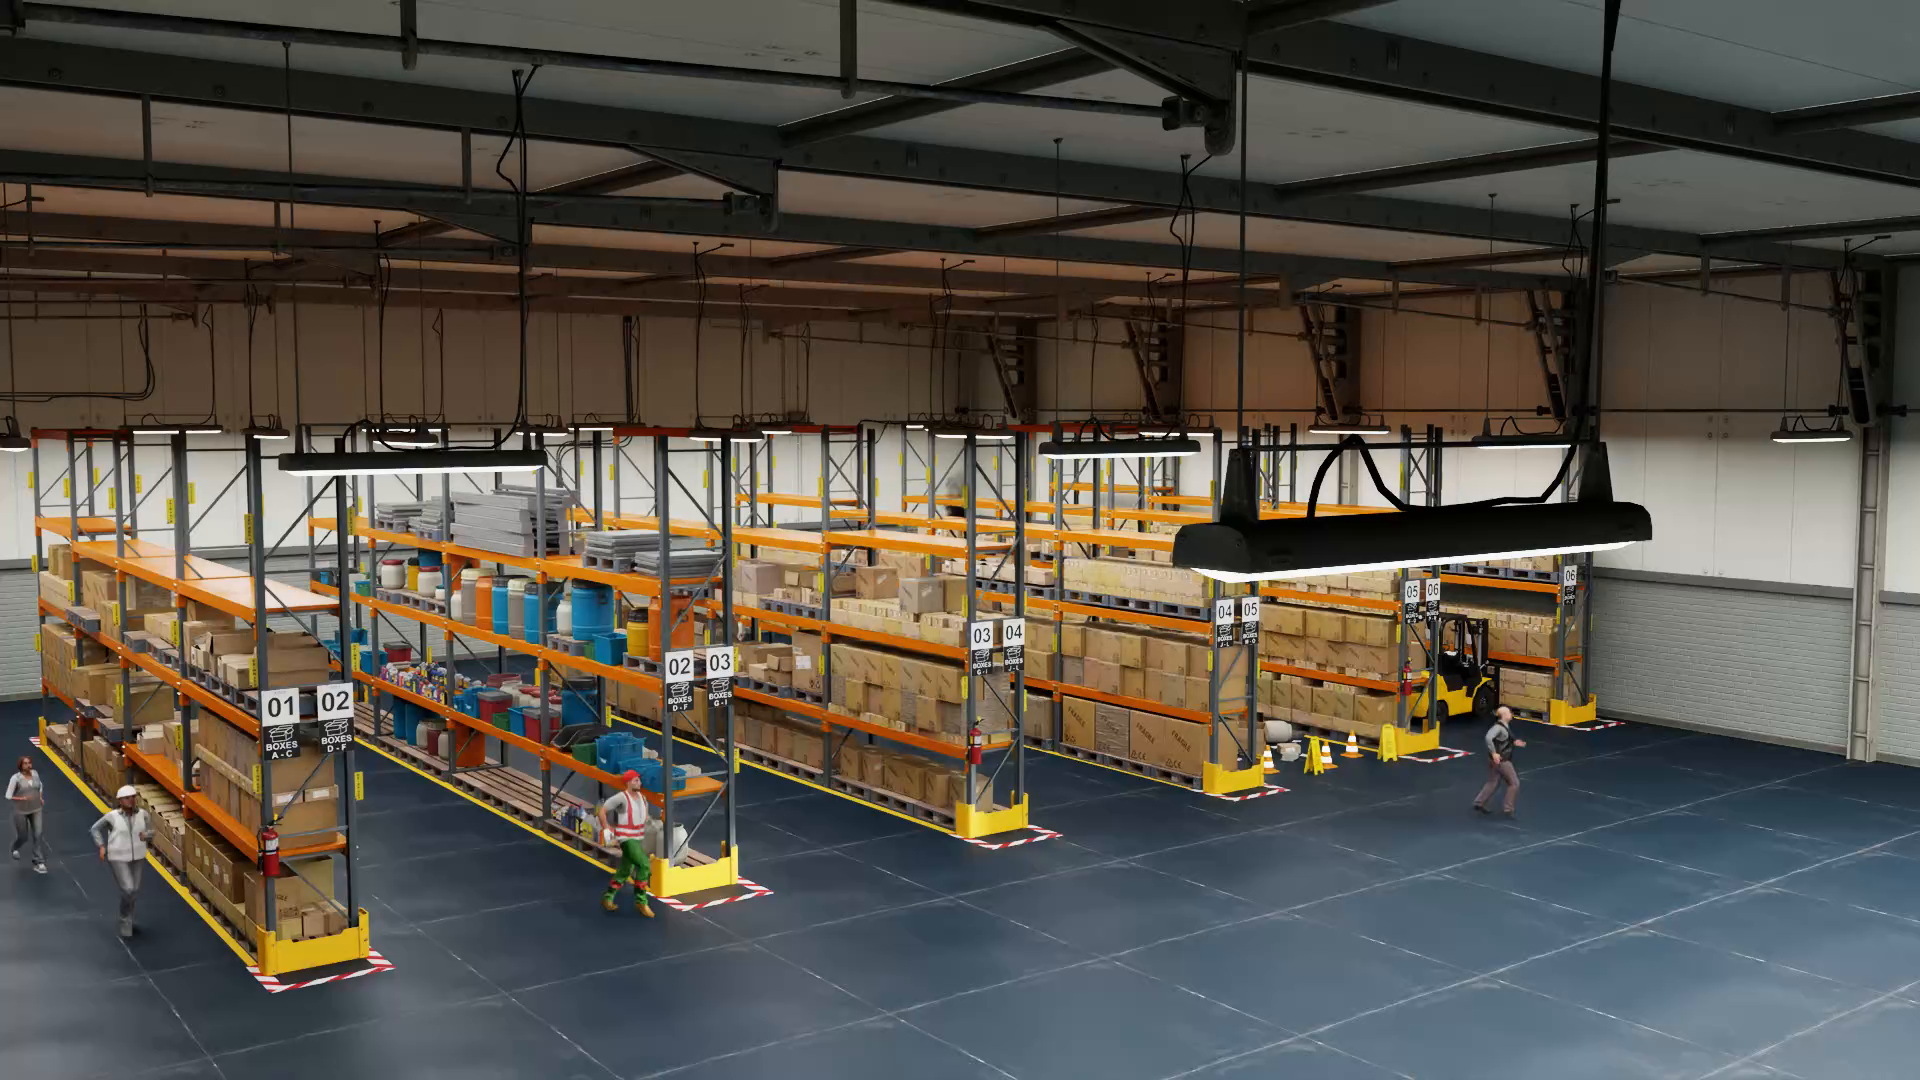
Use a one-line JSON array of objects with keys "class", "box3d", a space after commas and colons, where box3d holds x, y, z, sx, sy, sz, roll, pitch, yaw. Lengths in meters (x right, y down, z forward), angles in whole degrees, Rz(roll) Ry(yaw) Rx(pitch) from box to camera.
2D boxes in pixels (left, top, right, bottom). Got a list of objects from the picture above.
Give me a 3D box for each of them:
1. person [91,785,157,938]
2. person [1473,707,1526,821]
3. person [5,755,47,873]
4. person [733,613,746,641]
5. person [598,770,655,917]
[{"class": "person", "box3d": [-10.055, 3.869, 20.102, 0.699, 1.815, 0.638, 4, 6, 40]}, {"class": "person", "box3d": [8.372, 3.461, 25.777, 0.781, 1.780, 0.642, 1, 5, 11]}, {"class": "person", "box3d": [-12.758, 3.729, 22.756, 0.867, 1.574, 0.541, 4, 6, 38]}, {"class": "person", "box3d": [-5.188, 2.485, 37.857, 0.710, 1.802, 0.628, -3, 5, -34]}, {"class": "person", "box3d": [-4.120, 3.790, 20.952, 0.794, 1.772, 0.688, 2, 5, 20]}]
